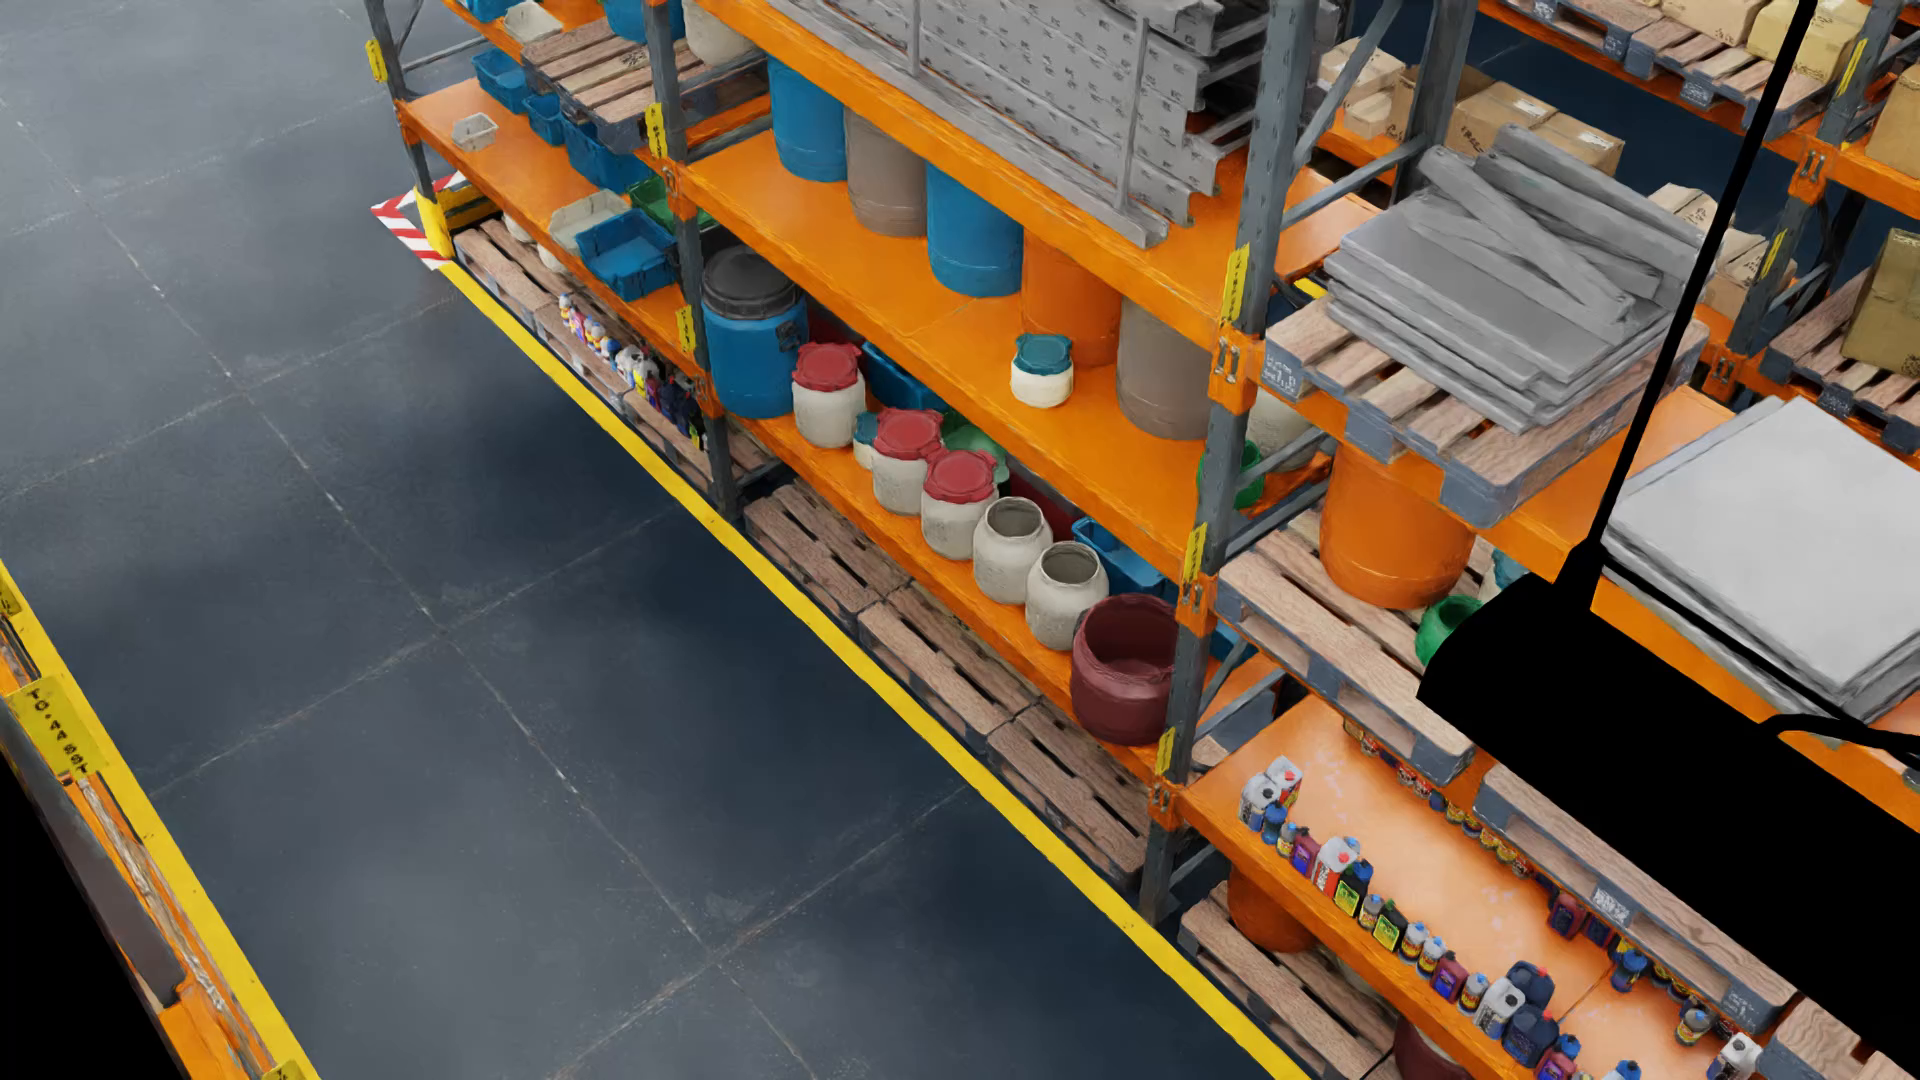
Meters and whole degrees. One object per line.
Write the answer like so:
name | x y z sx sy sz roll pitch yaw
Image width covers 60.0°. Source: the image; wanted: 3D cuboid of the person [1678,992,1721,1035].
person | 5.303 4.705 5.372 4.073 1.670 6.779 -2 47 -2
